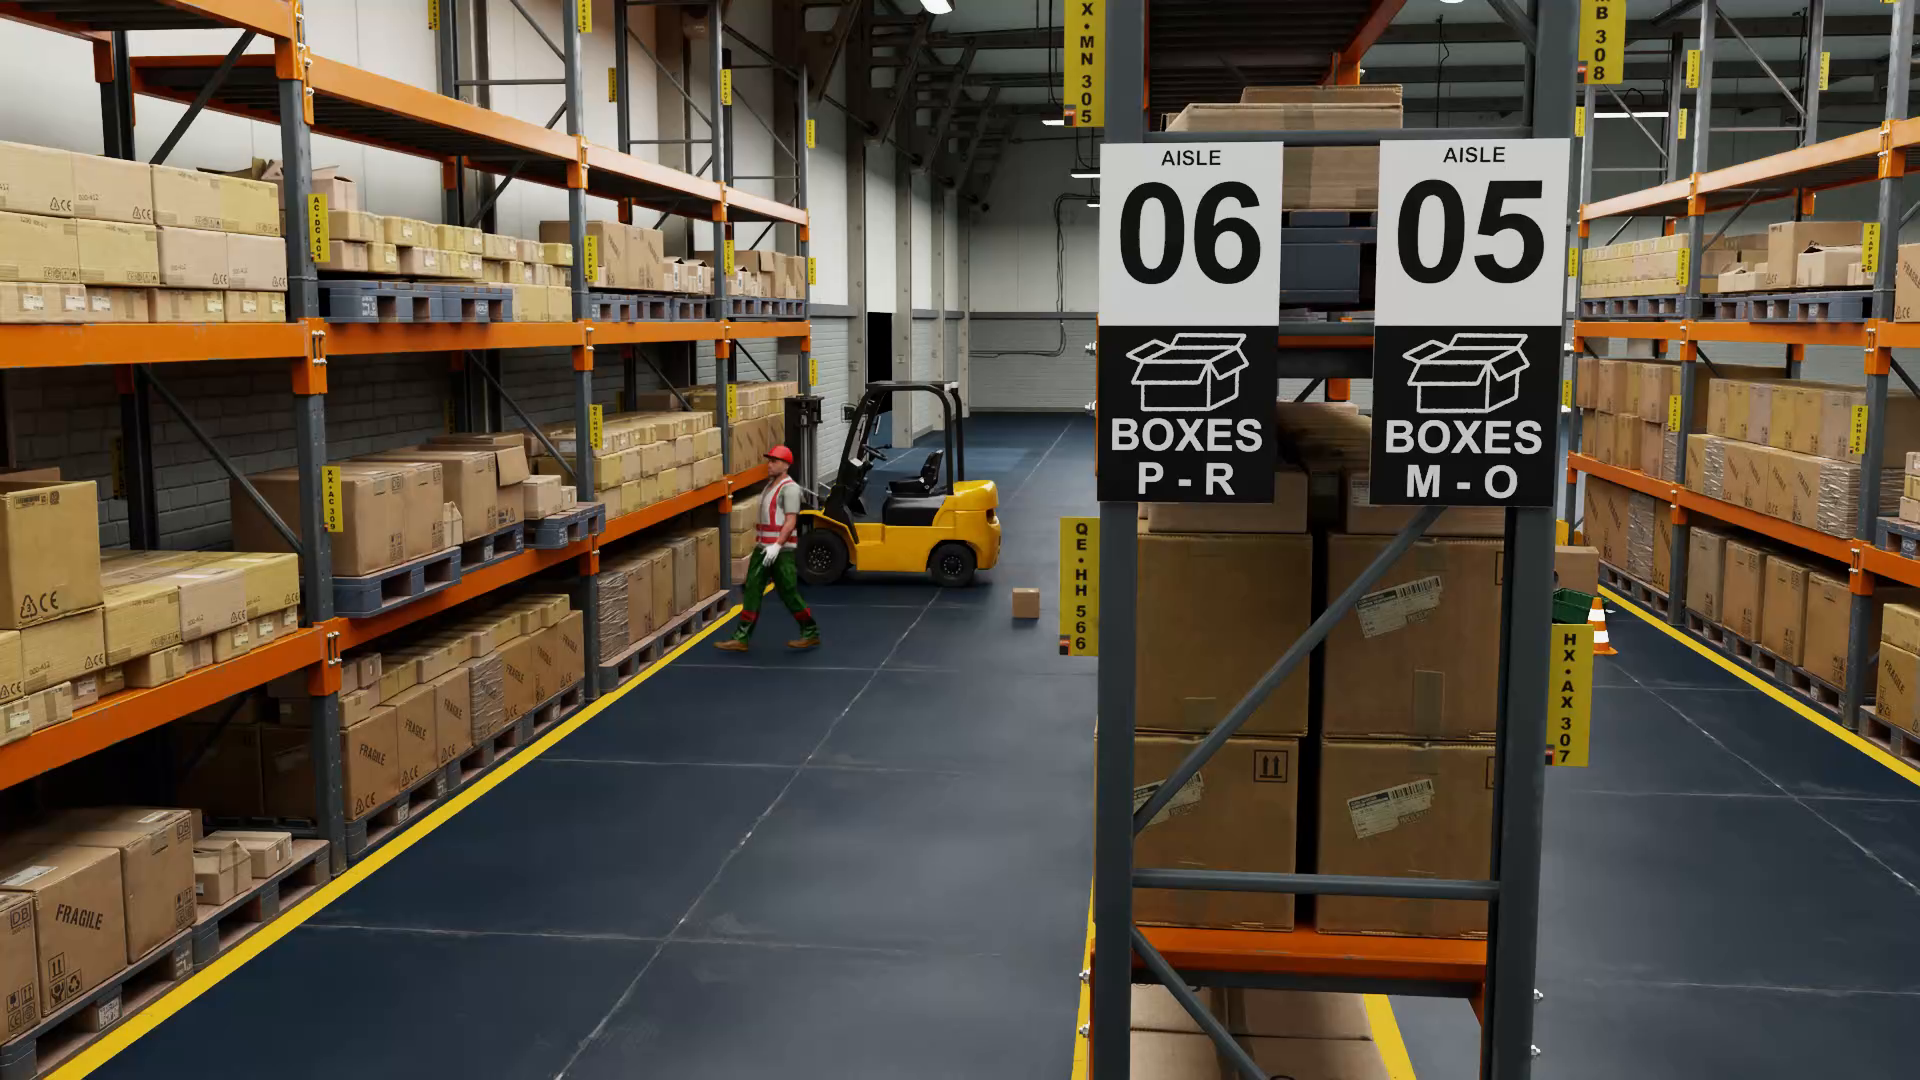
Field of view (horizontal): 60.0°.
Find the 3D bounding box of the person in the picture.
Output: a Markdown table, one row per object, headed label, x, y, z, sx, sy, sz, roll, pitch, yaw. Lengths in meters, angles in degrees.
| label | x | y | z | sx | sy | sz | roll | pitch | yaw |
| --- | --- | --- | --- | --- | --- | --- | --- | --- | --- |
| person | -1.637 | 0.081 | 14.082 | 0.902 | 1.756 | 0.573 | -5 | 9 | -34 |
